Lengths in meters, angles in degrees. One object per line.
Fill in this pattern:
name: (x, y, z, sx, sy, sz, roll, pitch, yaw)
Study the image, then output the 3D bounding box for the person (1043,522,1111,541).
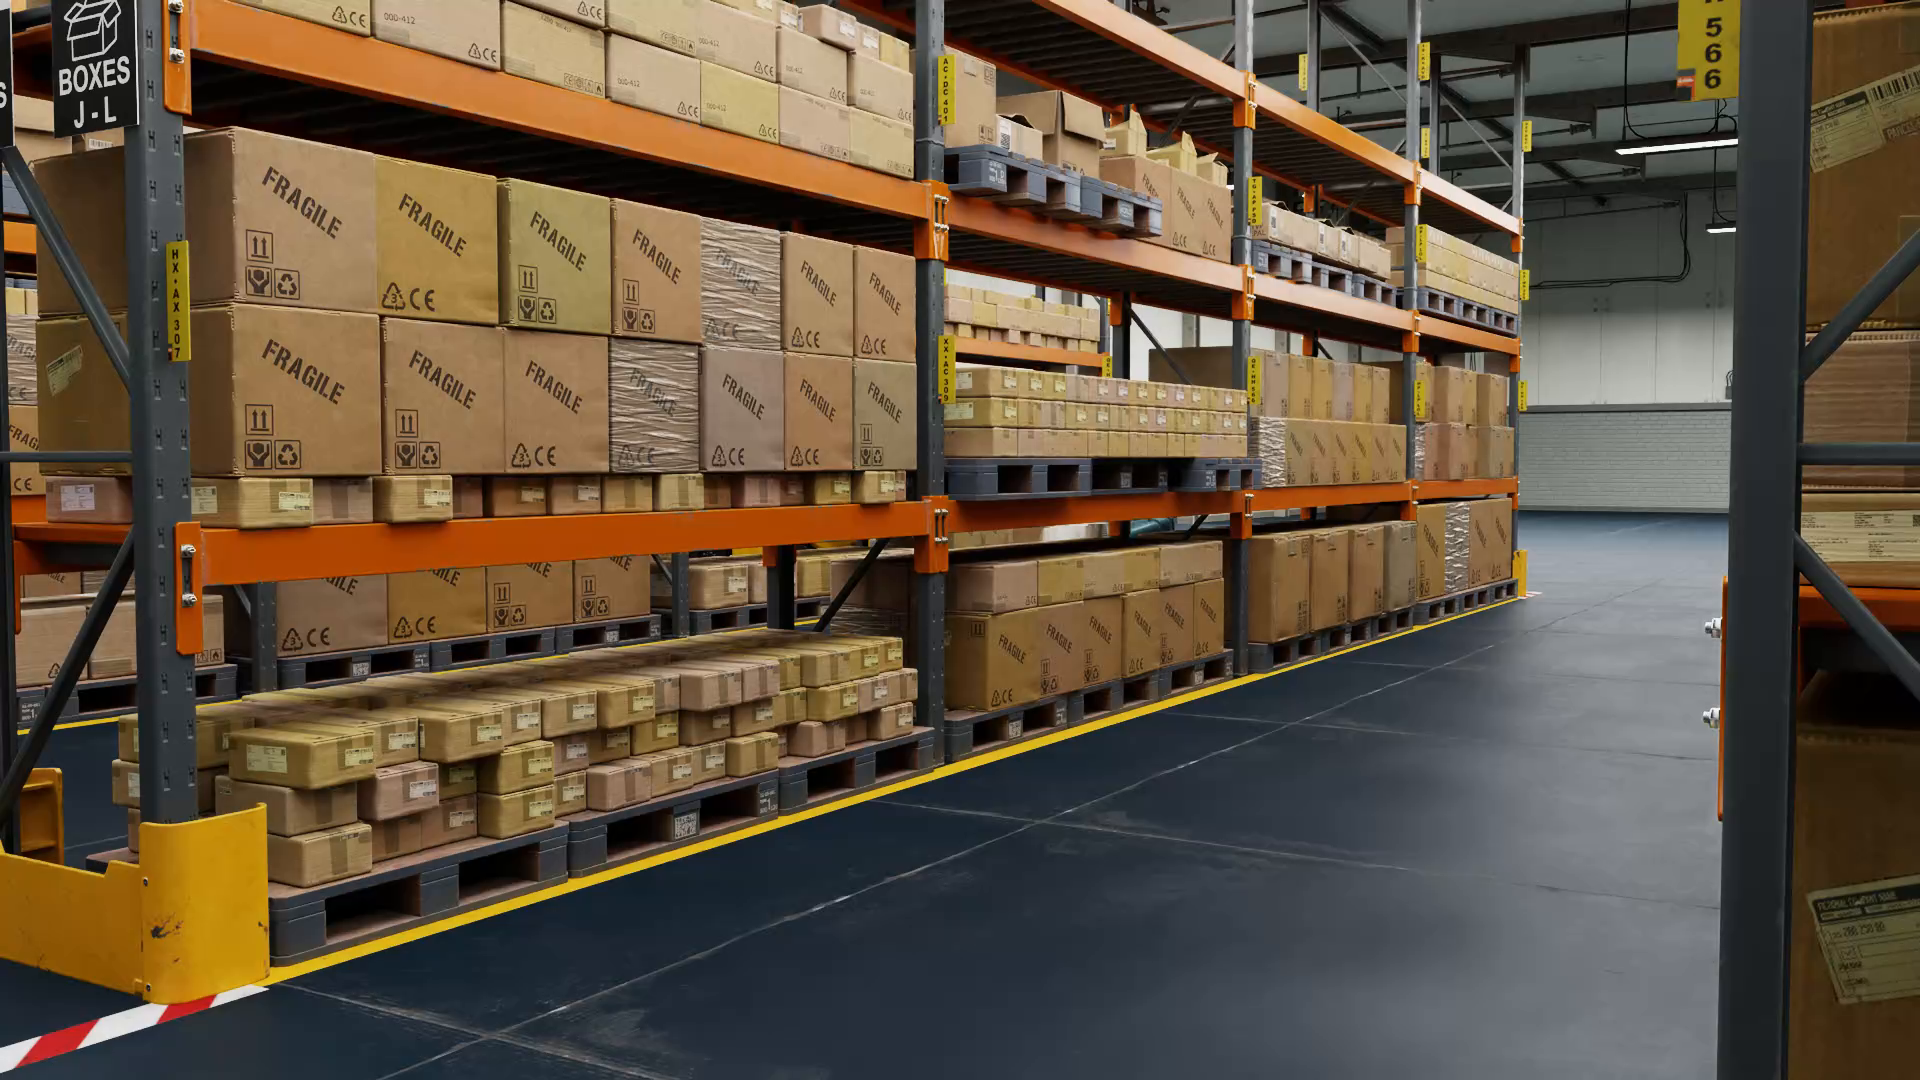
person: (1.040, 0.220, 14.283, 0.517, 1.180, 0.944, 2, 3, 29)
